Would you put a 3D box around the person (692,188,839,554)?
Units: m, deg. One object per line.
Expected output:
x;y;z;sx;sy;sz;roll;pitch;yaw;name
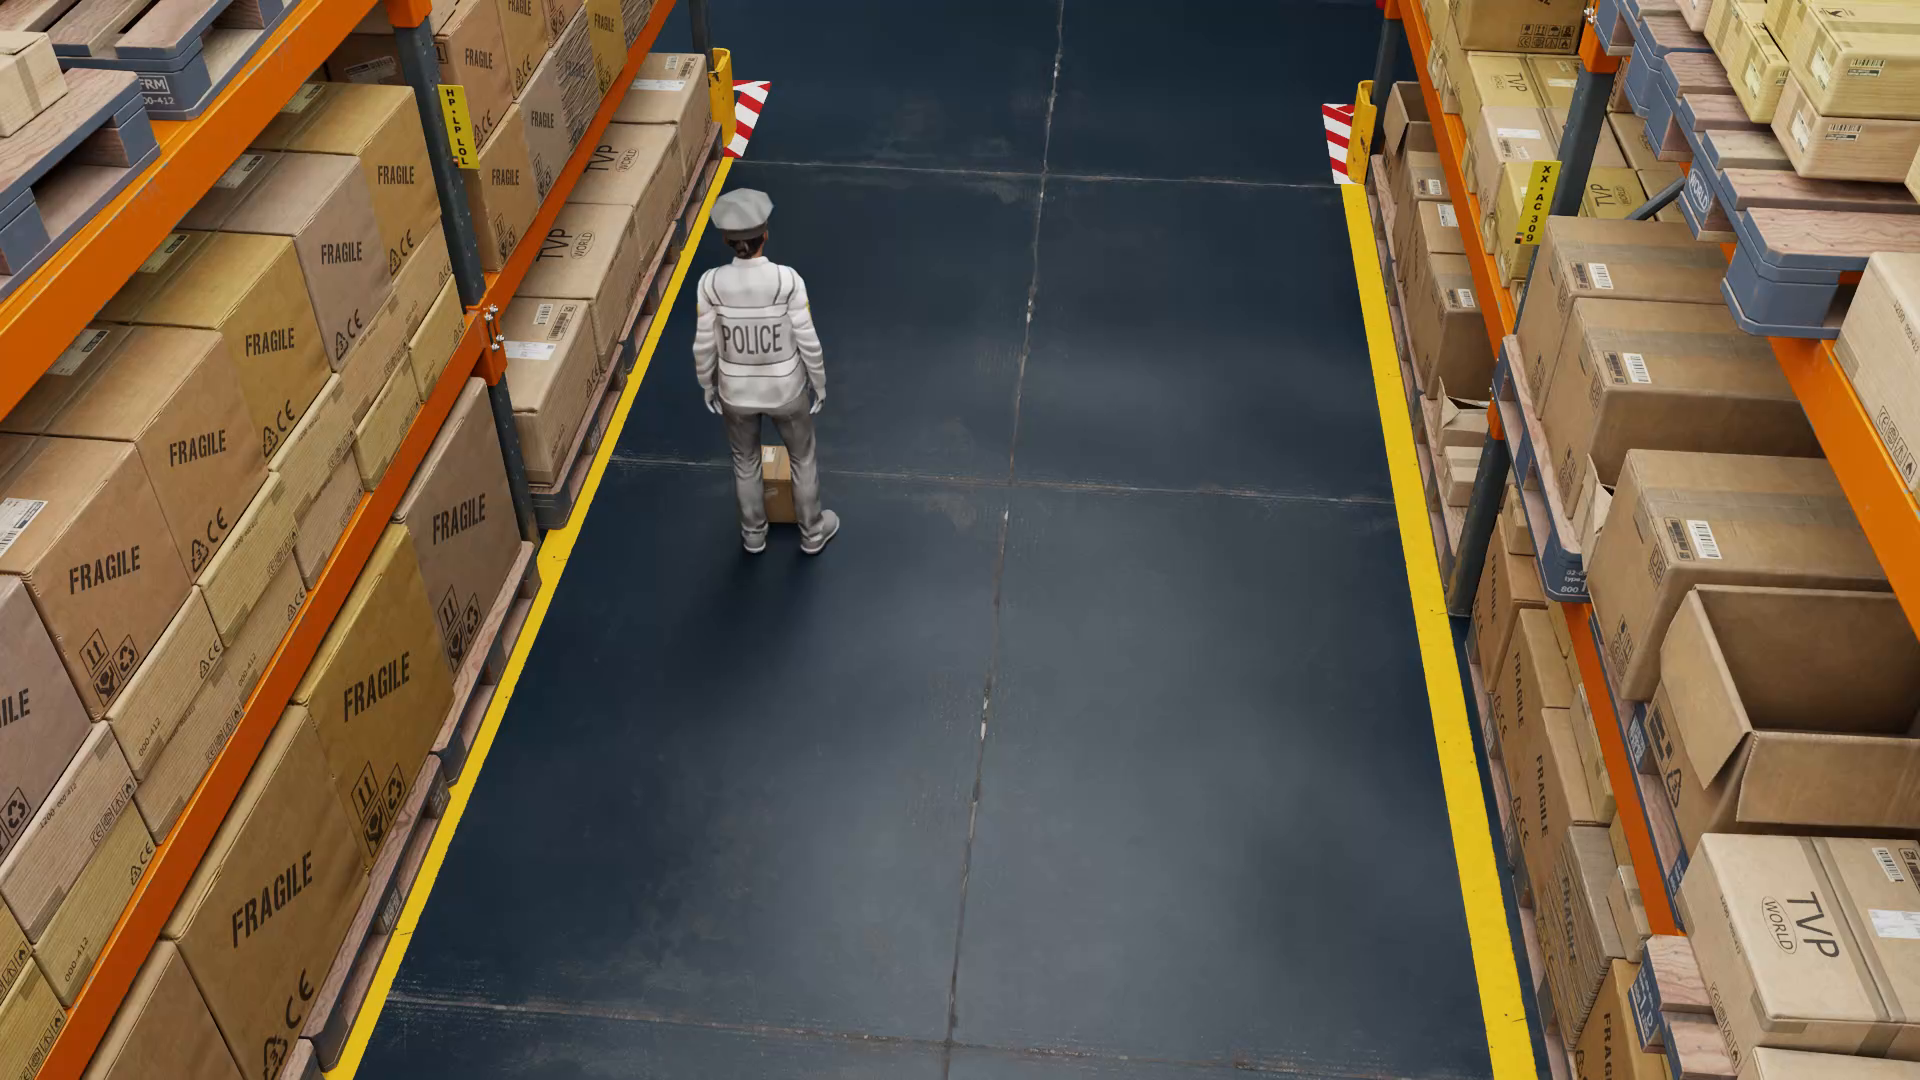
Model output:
-0.815;-0.634;6.902;0.538;1.662;0.373;1;40;1;person
